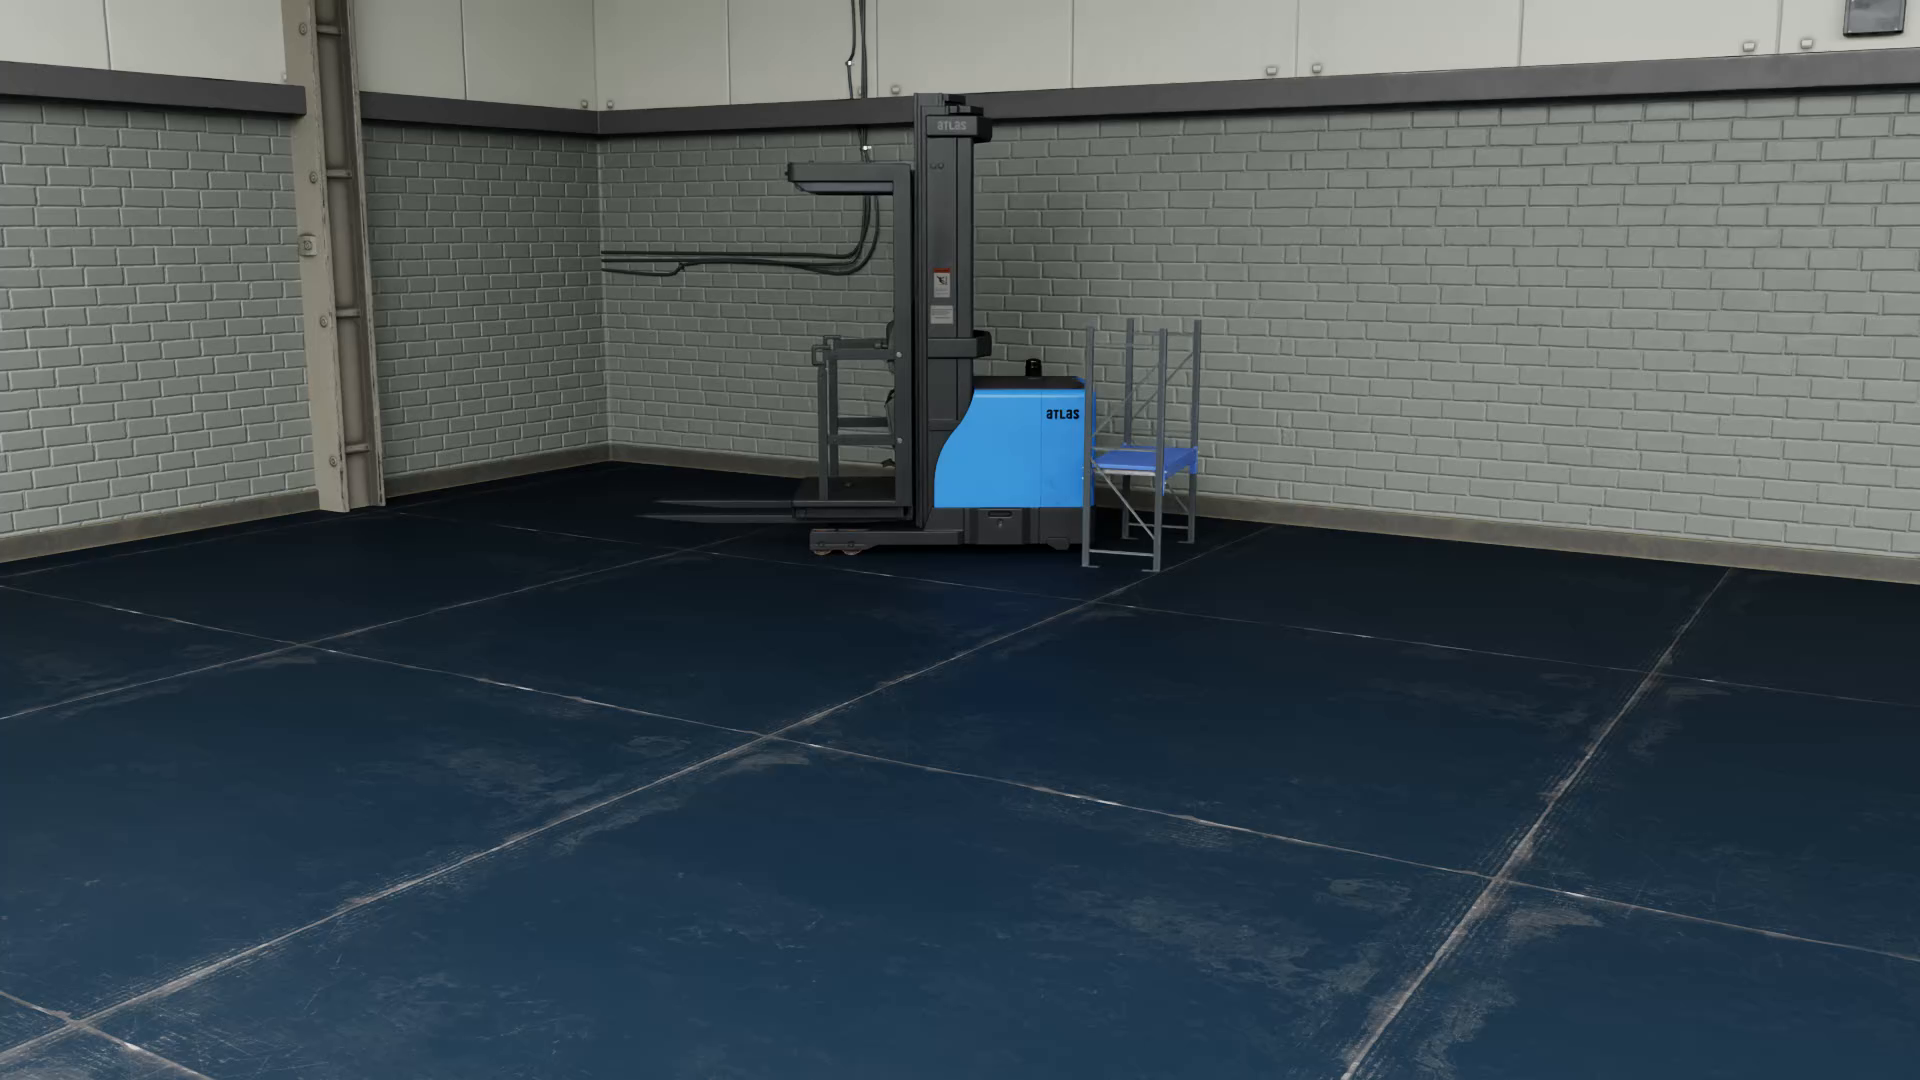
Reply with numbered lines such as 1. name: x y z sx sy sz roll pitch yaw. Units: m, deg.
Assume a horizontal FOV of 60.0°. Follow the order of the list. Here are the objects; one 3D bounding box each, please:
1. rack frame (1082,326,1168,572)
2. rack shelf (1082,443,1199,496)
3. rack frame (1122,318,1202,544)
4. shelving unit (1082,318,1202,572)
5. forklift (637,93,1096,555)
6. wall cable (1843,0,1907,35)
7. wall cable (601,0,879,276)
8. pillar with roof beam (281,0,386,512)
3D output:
1. rack frame: 1.010 -0.555 10.252 0.500 1.500 0.032 4 11 19
2. rack shelf: 1.180 -0.467 10.756 0.538 0.185 1.000 4 11 19
3. rack frame: 1.352 -0.731 11.193 0.500 1.500 0.032 4 11 19
4. shelving unit: 1.181 -0.643 10.722 0.538 1.500 1.048 4 11 19
5. forklift: -0.623 -1.440 11.096 3.031 2.935 1.130 0 11 0
6. wall cable: 6.115 -5.775 8.518 2.305 6.003 0.169 6 12 31
7. wall cable: -1.991 -3.486 13.974 3.097 2.526 0.112 6 12 31
8. pillar with roof beam: -0.971 -4.264 9.692 9.100 9.000 0.400 6 12 31
